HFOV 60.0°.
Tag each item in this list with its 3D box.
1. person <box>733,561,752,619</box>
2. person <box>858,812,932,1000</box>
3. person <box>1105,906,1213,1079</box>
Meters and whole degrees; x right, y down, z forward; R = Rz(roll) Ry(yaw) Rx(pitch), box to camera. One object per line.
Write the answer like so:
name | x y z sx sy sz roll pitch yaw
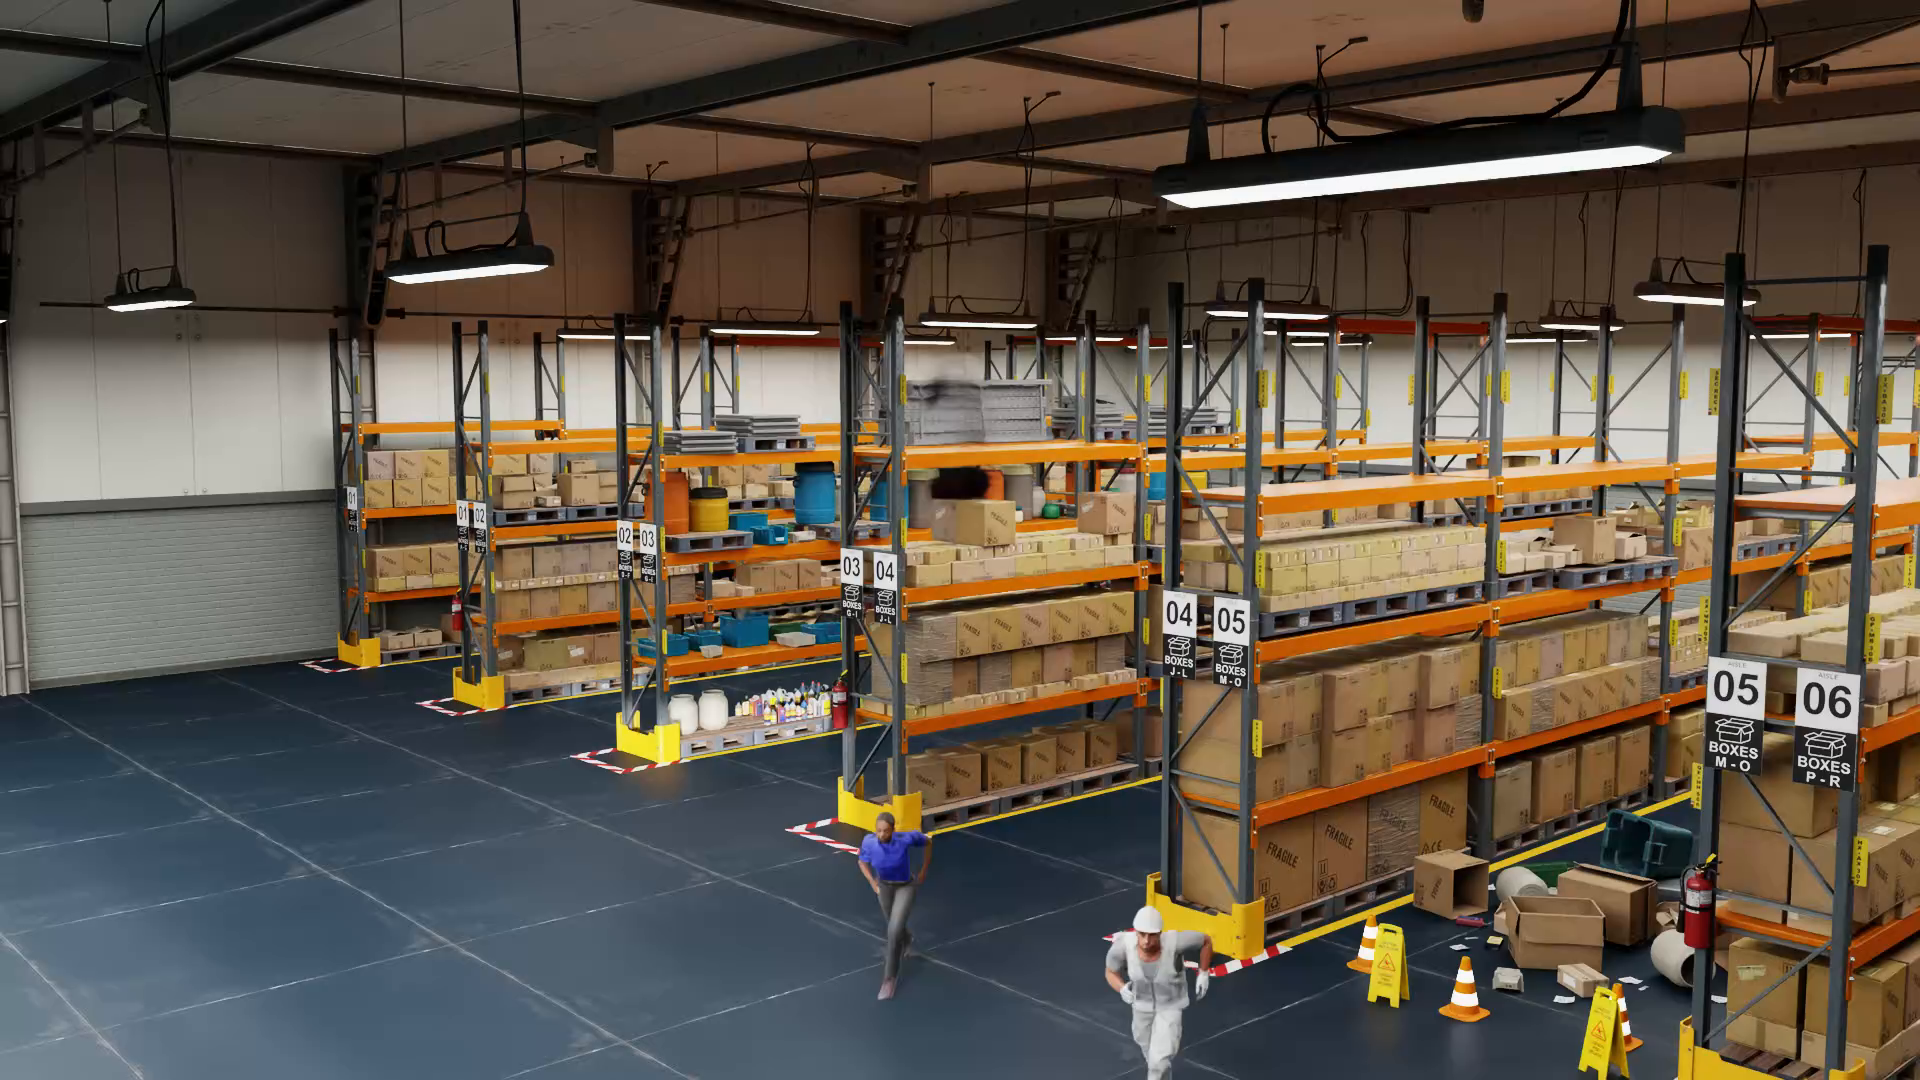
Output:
person | -4.055 1.219 31.587 0.605 1.668 0.841 5 8 43
person | -0.525 3.015 14.172 0.618 1.616 0.964 1 6 11
person | 1.363 3.239 11.357 0.707 1.719 1.021 2 6 17
